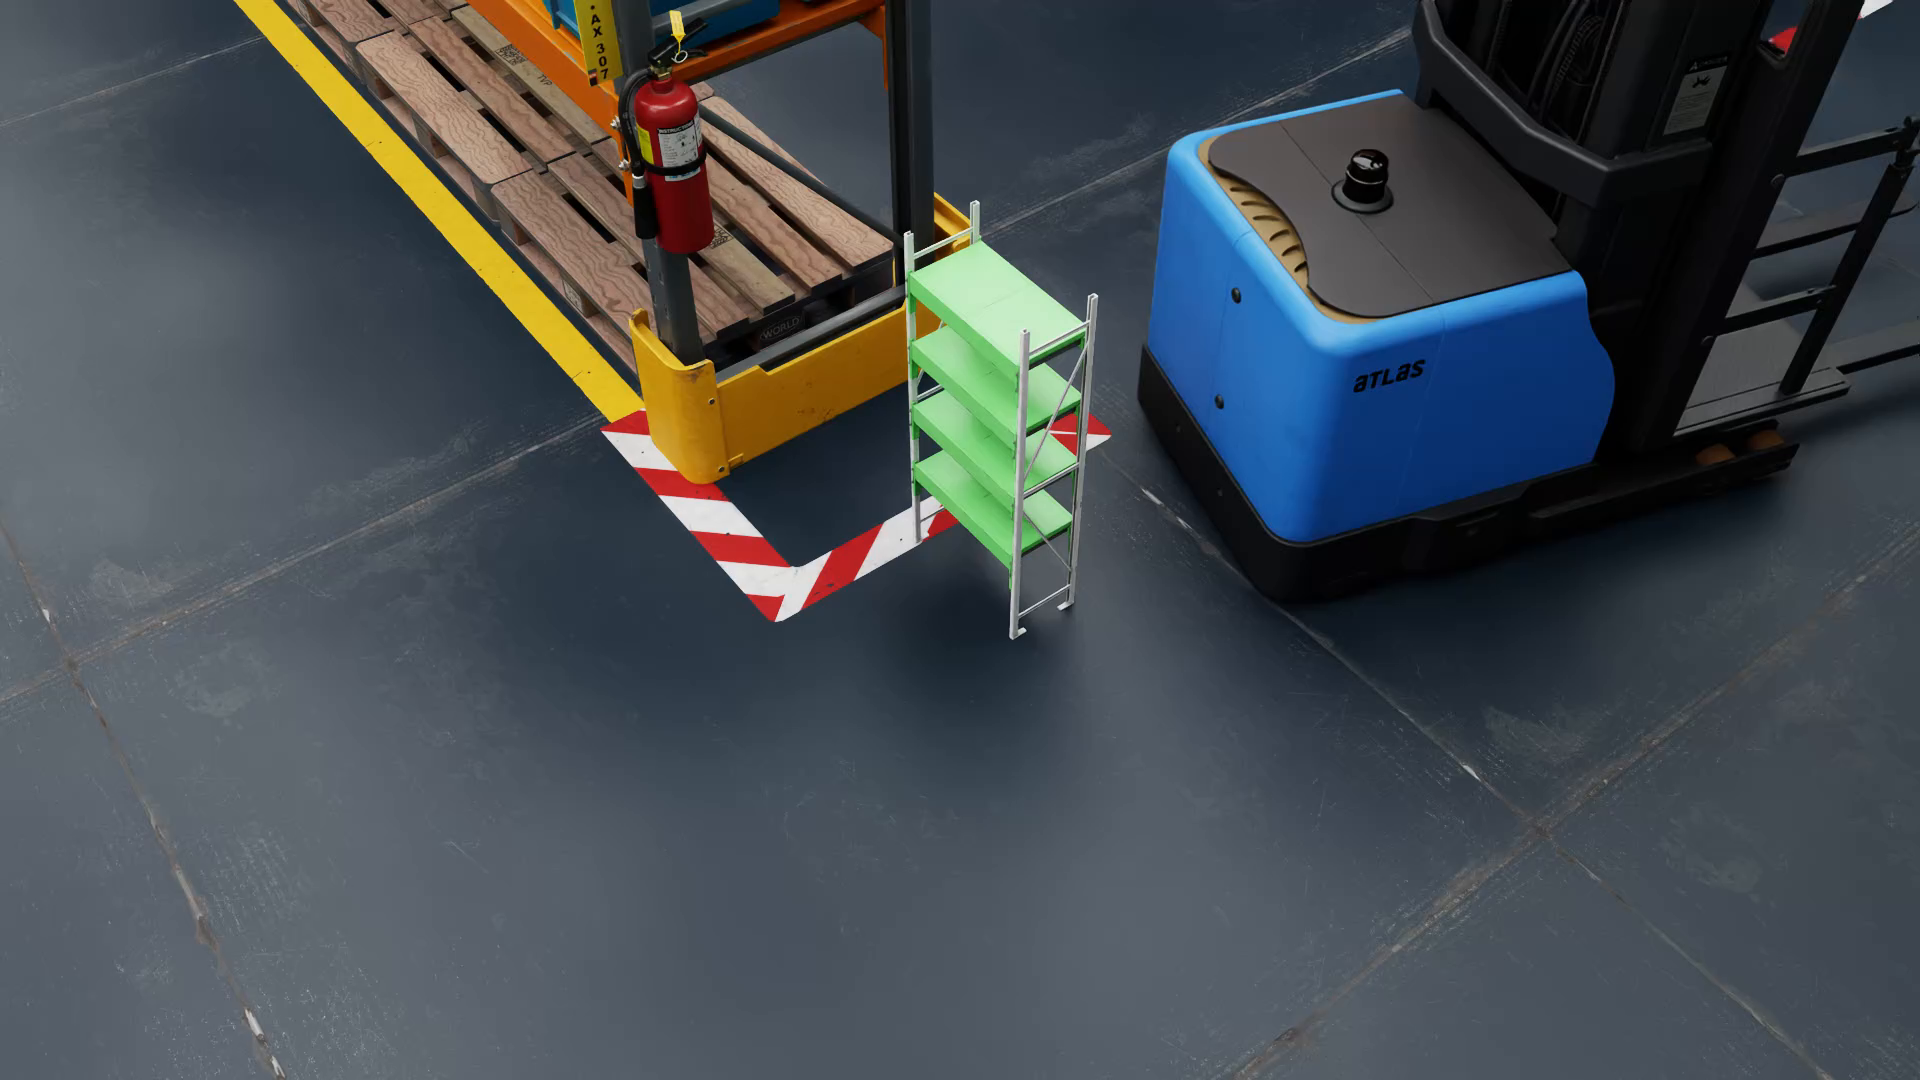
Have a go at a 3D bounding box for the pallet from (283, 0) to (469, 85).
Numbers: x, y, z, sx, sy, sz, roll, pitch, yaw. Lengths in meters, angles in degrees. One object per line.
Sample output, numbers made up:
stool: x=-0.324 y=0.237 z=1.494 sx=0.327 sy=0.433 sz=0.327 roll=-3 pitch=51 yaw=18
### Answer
pallet: x=-2.463 y=-2.545 z=7.415 sx=1.003 sy=0.211 sz=1.213 roll=-29 pitch=54 yaw=-24

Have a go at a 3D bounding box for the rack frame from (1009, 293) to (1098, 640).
rack frame: x=0.248 y=-0.161 z=4.586 sx=0.240 sy=1.200 sz=0.015 roll=-29 pitch=54 yaw=-24

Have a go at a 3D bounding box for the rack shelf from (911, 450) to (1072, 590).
rack shelf: x=0.100 y=-0.101 z=4.942 sx=0.258 sy=0.148 sz=0.480 roll=-29 pitch=54 yaw=-24

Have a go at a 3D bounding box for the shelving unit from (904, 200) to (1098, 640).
shelving unit: x=0.100 y=-0.305 z=4.717 sx=0.258 sy=1.200 sz=0.503 roll=-29 pitch=54 yaw=-24

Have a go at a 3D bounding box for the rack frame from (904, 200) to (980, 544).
rack frame: x=-0.047 y=-0.449 z=4.847 sx=0.240 sy=1.200 sz=0.015 roll=-29 pitch=54 yaw=-24

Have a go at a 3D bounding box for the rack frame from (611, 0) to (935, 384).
rack frame: x=-0.517 y=-1.539 z=4.621 sx=1.000 sy=3.000 sz=0.127 roll=-29 pitch=54 yaw=-24

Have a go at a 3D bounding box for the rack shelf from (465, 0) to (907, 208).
rack shelf: x=-1.728 y=-2.477 z=5.957 sx=1.077 sy=0.370 sz=4.000 roll=-29 pitch=54 yaw=-24

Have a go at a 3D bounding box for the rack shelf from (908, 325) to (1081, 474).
rack shelf: x=0.100 y=-0.424 z=4.586 sx=0.258 sy=0.148 sz=0.480 roll=-29 pitch=54 yaw=-24

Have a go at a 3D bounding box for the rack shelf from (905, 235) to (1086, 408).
rack shelf: x=0.100 y=-0.585 z=4.409 sx=0.258 sy=0.148 sz=0.480 roll=-29 pitch=54 yaw=-24

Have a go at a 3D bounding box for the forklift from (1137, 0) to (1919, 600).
forklift: x=2.168 y=-1.485 z=4.617 sx=3.031 sy=2.935 sz=1.130 roll=-15 pitch=50 yaw=-13

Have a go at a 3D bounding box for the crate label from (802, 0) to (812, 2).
crate label: x=-0.405 y=-1.797 z=4.927 sx=0.416 sy=0.233 sz=0.303 roll=-29 pitch=54 yaw=-24

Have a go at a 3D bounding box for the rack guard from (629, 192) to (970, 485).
rack guard: x=-0.492 y=-0.691 z=5.539 sx=1.175 sy=0.500 sz=0.348 roll=-29 pitch=54 yaw=-24

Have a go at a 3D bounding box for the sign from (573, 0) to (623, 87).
sign: x=-0.945 y=-1.338 z=4.328 sx=0.100 sy=0.325 sz=0.005 roll=-29 pitch=54 yaw=-24

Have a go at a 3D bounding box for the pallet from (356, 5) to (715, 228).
pallet: x=-1.720 y=-1.825 z=6.762 sx=1.003 sy=0.211 sz=1.213 roll=-29 pitch=54 yaw=-24

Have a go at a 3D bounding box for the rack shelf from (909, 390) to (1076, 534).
rack shelf: x=0.100 y=-0.262 z=4.764 sx=0.258 sy=0.148 sz=0.480 roll=-29 pitch=54 yaw=-24

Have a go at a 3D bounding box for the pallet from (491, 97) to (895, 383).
pallet: x=-0.986 y=-1.106 z=6.111 sx=1.003 sy=0.211 sz=1.213 roll=-29 pitch=54 yaw=-24

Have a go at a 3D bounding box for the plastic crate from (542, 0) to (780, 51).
plastic crate: x=-0.869 y=-1.685 z=4.689 sx=0.616 sy=0.435 sz=0.499 roll=-29 pitch=54 yaw=-24

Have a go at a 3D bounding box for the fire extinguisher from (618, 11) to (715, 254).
fire extinguisher: x=-0.788 y=-1.095 z=4.522 sx=0.296 sy=0.674 sz=0.183 roll=-29 pitch=54 yaw=-24
